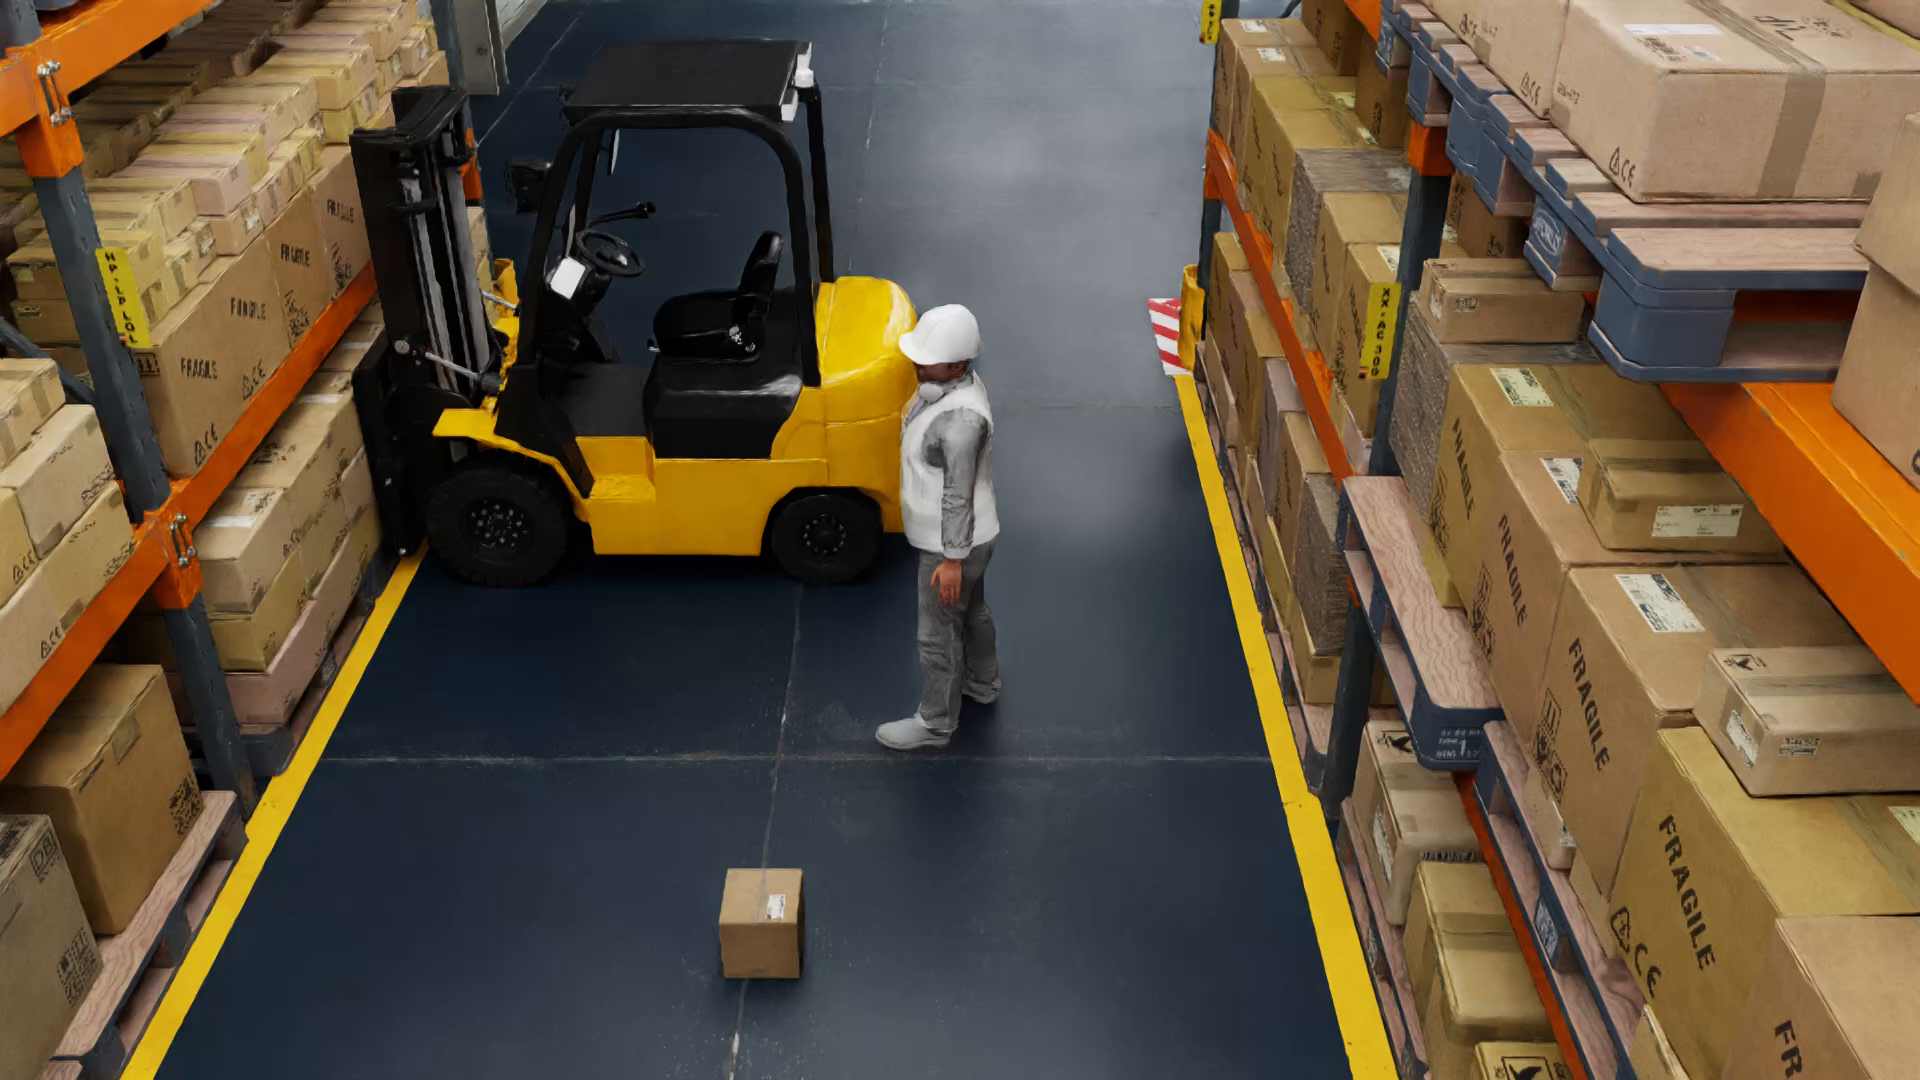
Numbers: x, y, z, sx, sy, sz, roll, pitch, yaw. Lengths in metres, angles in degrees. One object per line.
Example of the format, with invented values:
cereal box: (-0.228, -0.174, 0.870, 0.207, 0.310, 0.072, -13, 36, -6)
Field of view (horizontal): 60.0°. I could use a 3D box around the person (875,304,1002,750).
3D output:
person: (-0.082, -0.047, 6.139, 0.501, 1.772, 0.608, 0, 31, -1)
